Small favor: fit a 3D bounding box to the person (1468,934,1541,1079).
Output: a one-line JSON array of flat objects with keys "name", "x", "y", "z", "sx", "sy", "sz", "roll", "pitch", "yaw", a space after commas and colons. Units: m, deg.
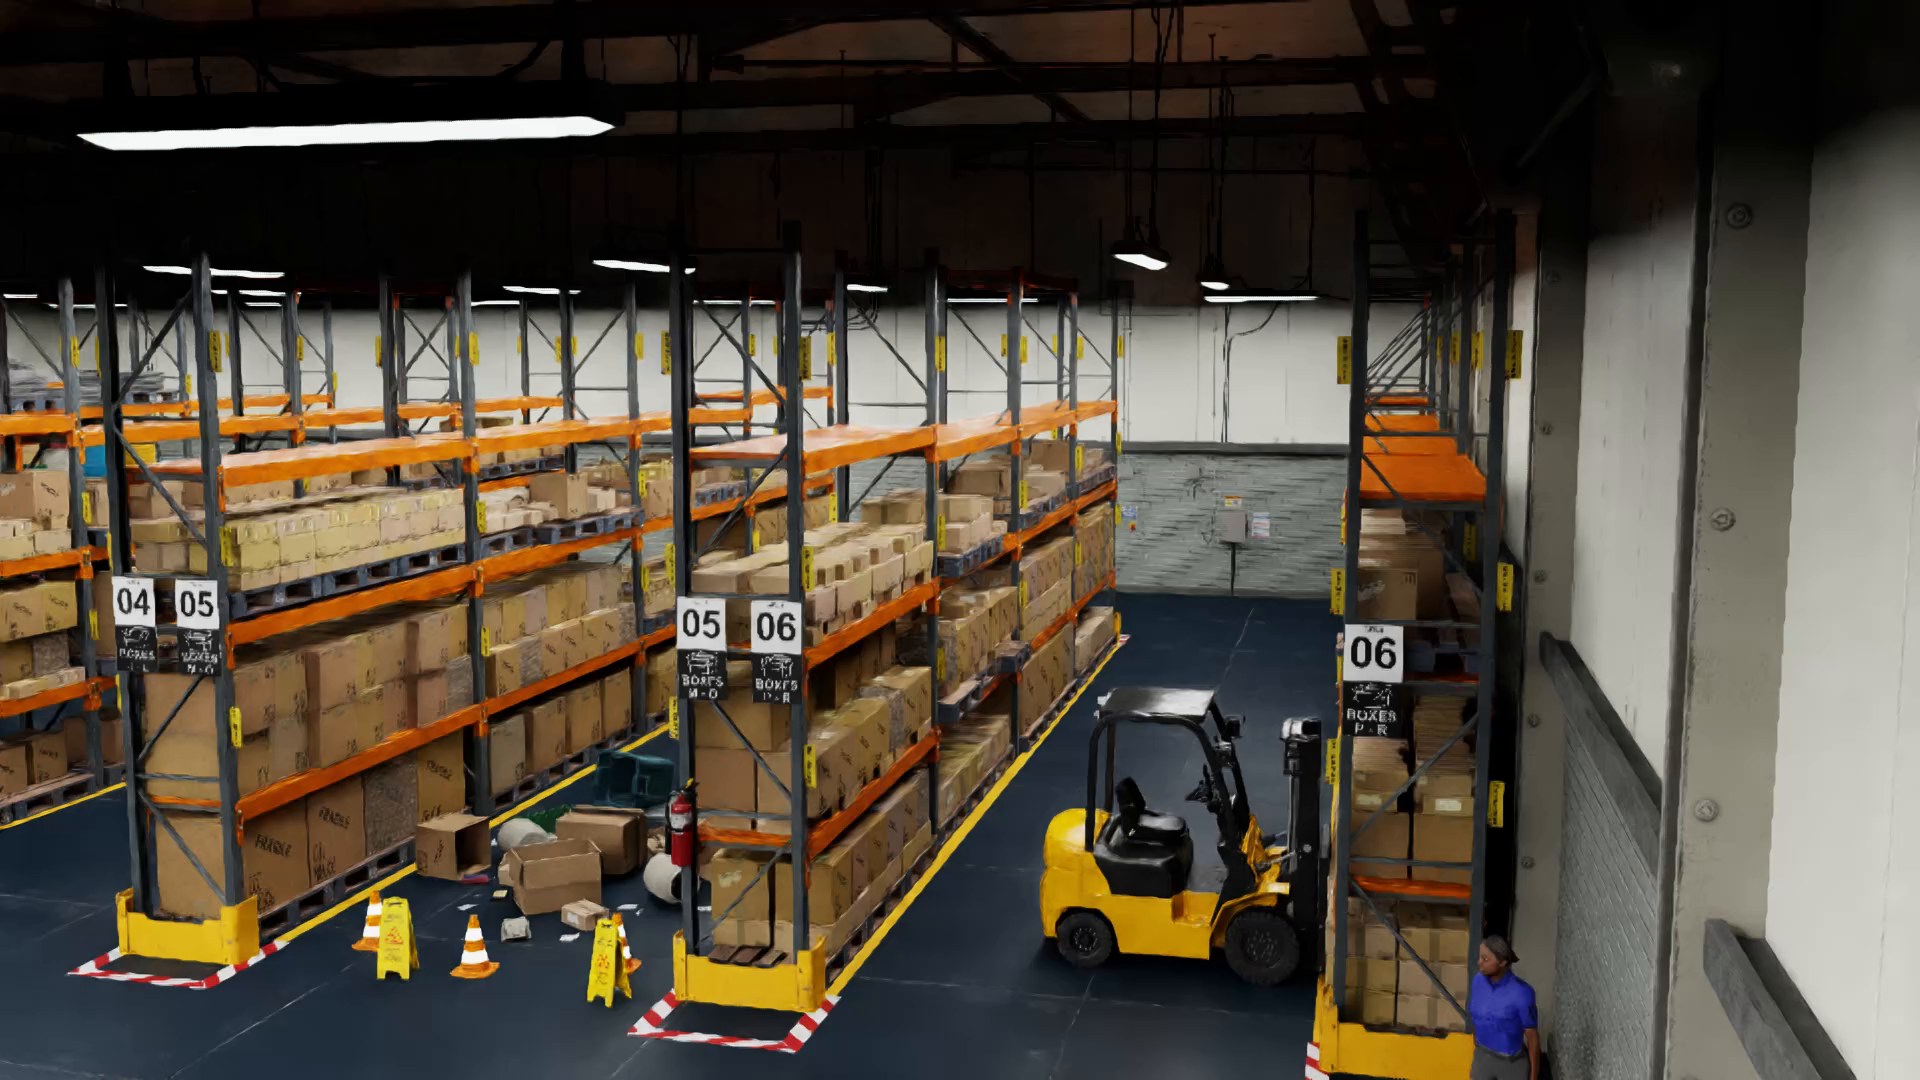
[{"name": "person", "x": 3.306, "y": 3.150, "z": 9.978, "sx": 0.553, "sy": 1.643, "sz": 0.501, "roll": -6, "pitch": 9, "yaw": -39}]
